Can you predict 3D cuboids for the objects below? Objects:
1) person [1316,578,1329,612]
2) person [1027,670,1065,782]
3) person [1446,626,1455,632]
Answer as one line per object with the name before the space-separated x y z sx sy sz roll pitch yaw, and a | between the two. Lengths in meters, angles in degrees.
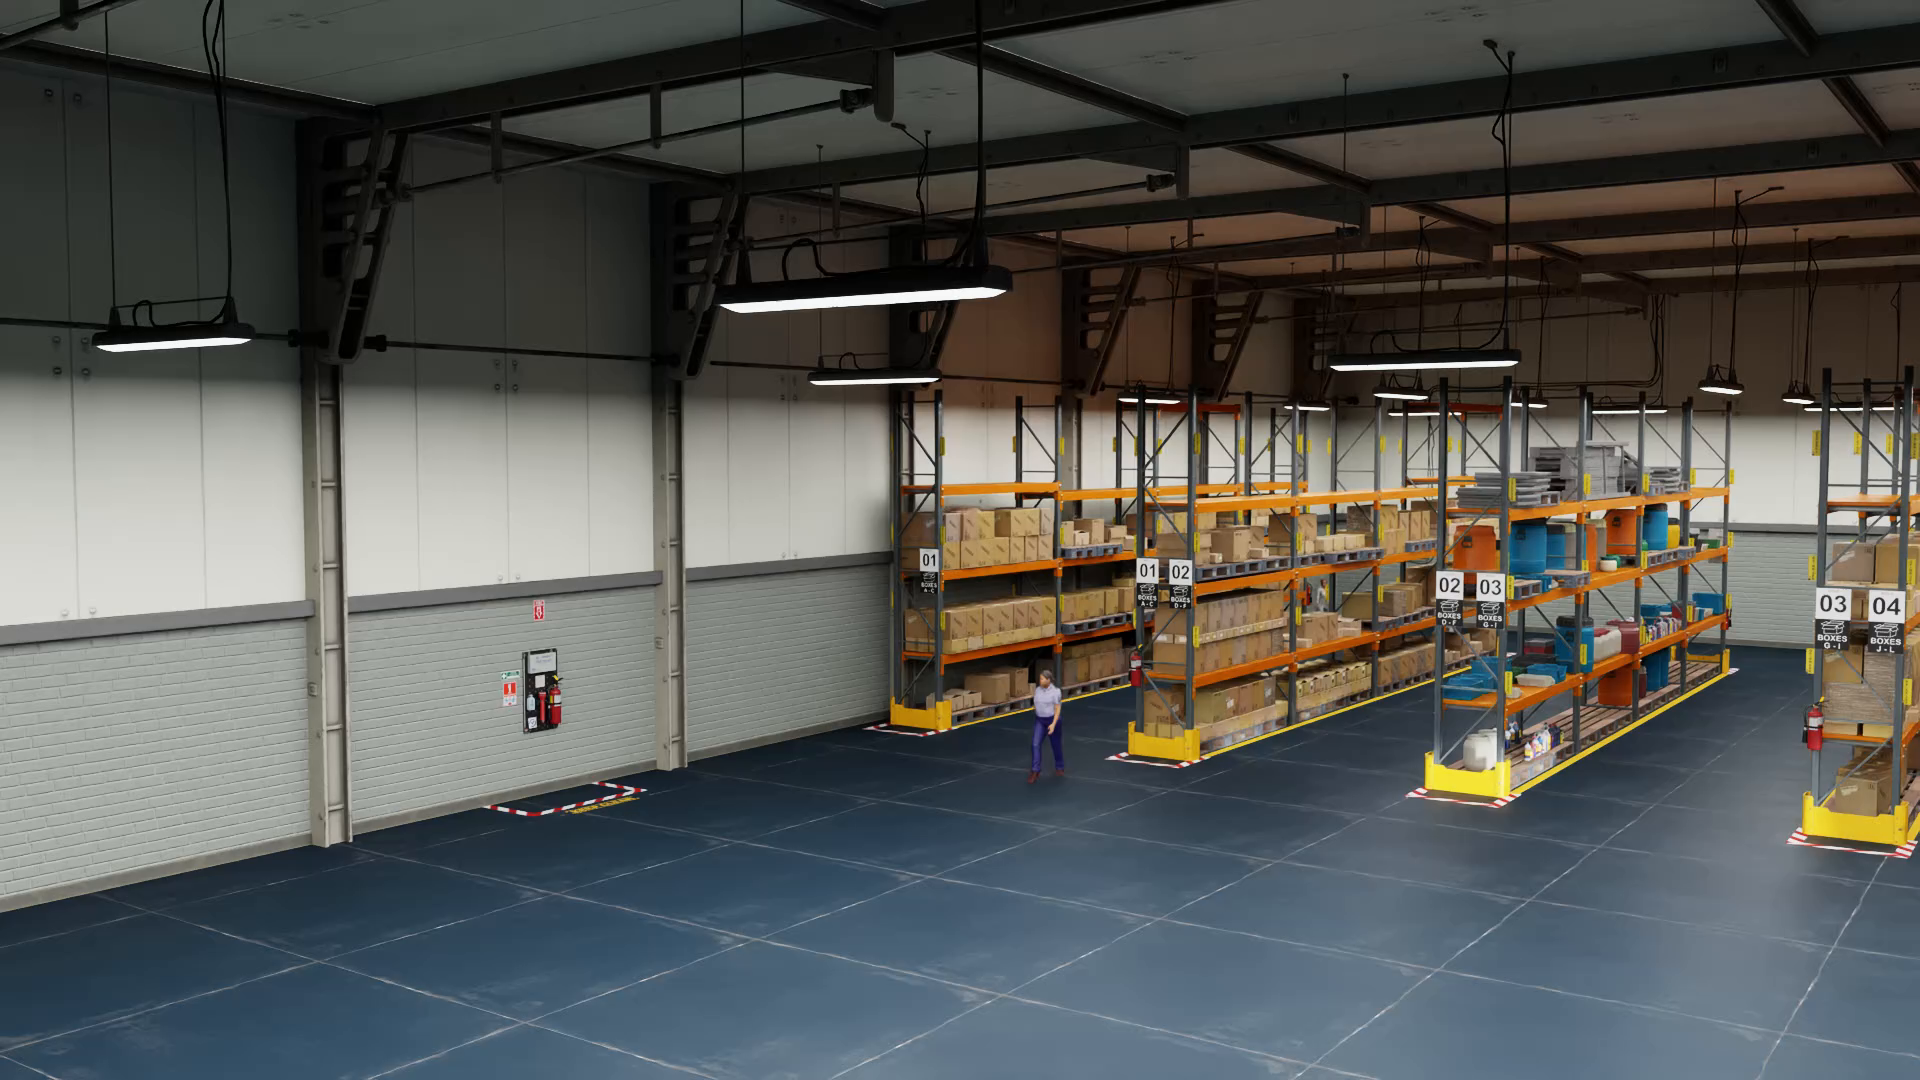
person | 9.471 1.763 43.490 0.416 1.559 0.809 -2 4 -28
person | 1.294 2.771 24.979 0.508 1.632 0.817 2 4 31
person | 12.520 1.789 42.491 0.440 1.629 0.900 -1 3 -18
